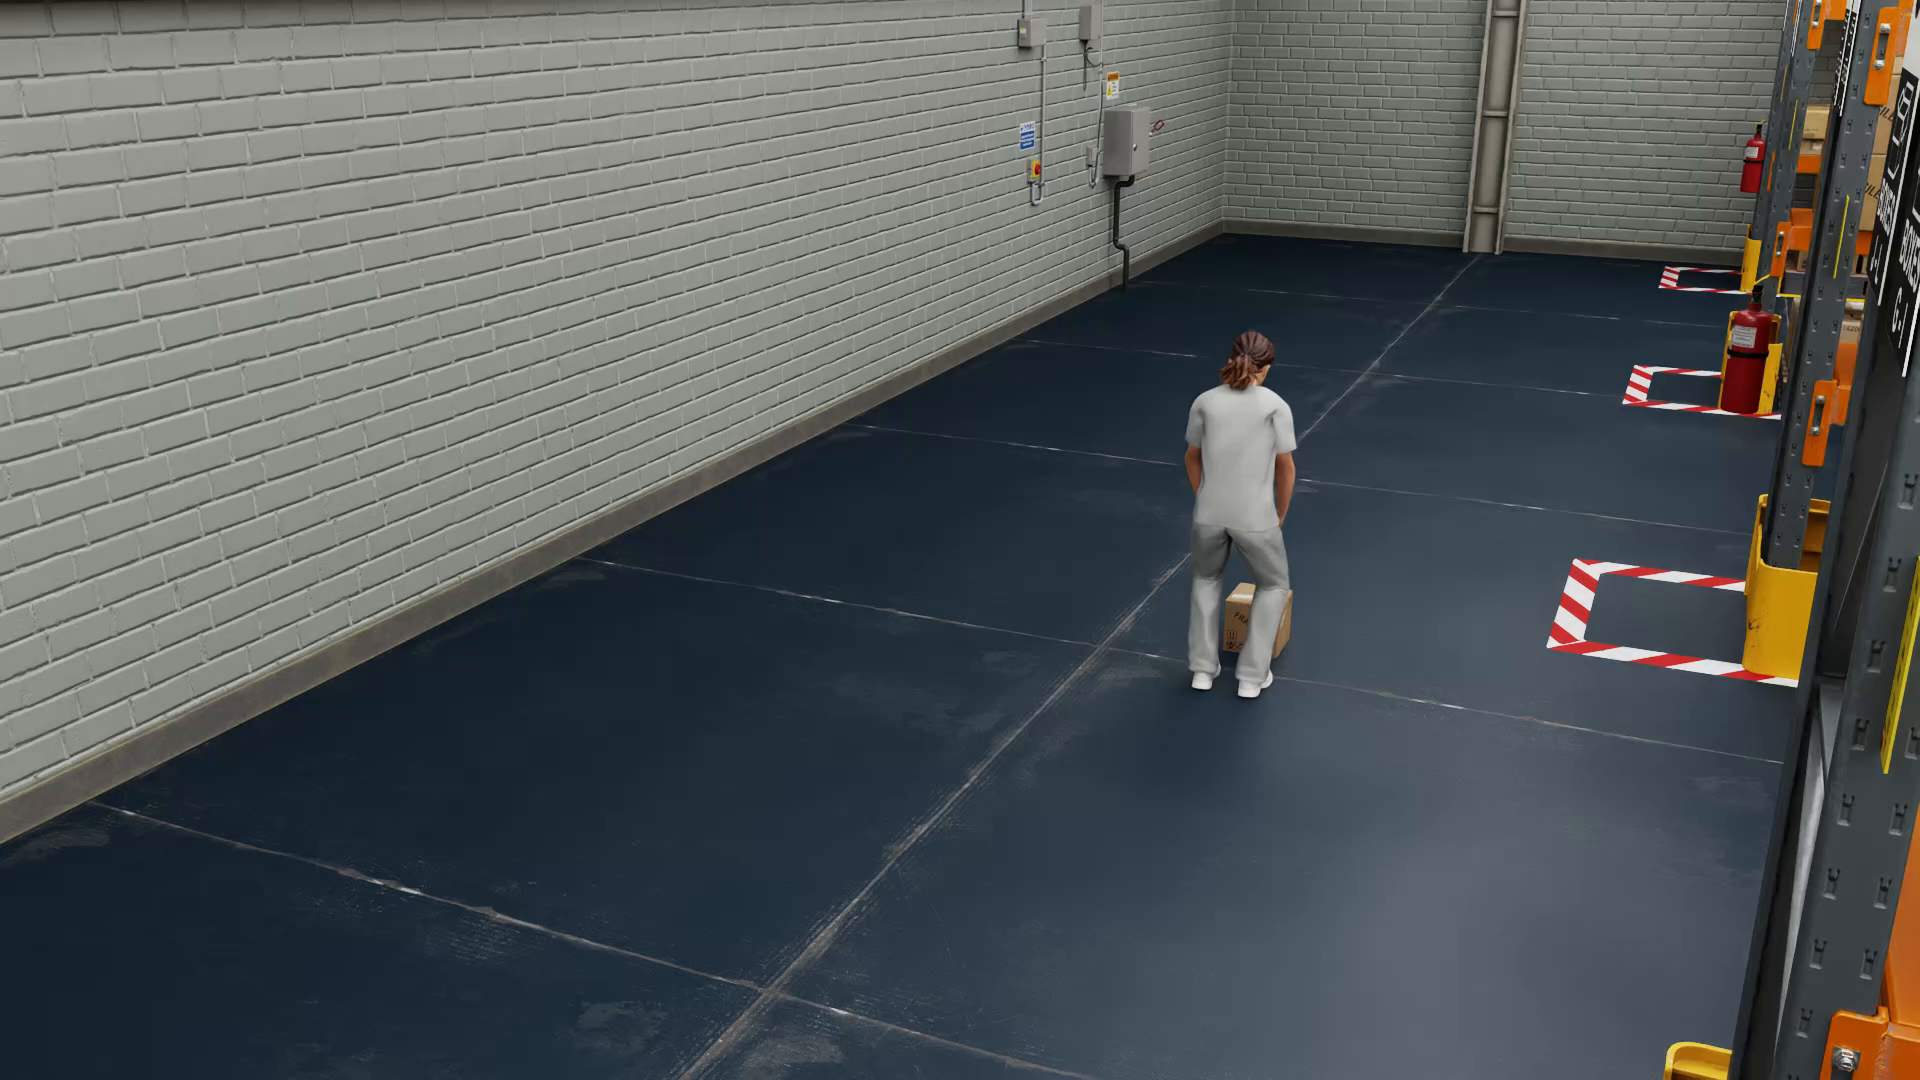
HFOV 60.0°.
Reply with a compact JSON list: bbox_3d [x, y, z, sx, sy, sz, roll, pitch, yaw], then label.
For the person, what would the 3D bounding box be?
[{"bbox_3d":[1.180,-0.020,7.155,0.491,1.333,0.668,8,21,23],"label":"person"}]
